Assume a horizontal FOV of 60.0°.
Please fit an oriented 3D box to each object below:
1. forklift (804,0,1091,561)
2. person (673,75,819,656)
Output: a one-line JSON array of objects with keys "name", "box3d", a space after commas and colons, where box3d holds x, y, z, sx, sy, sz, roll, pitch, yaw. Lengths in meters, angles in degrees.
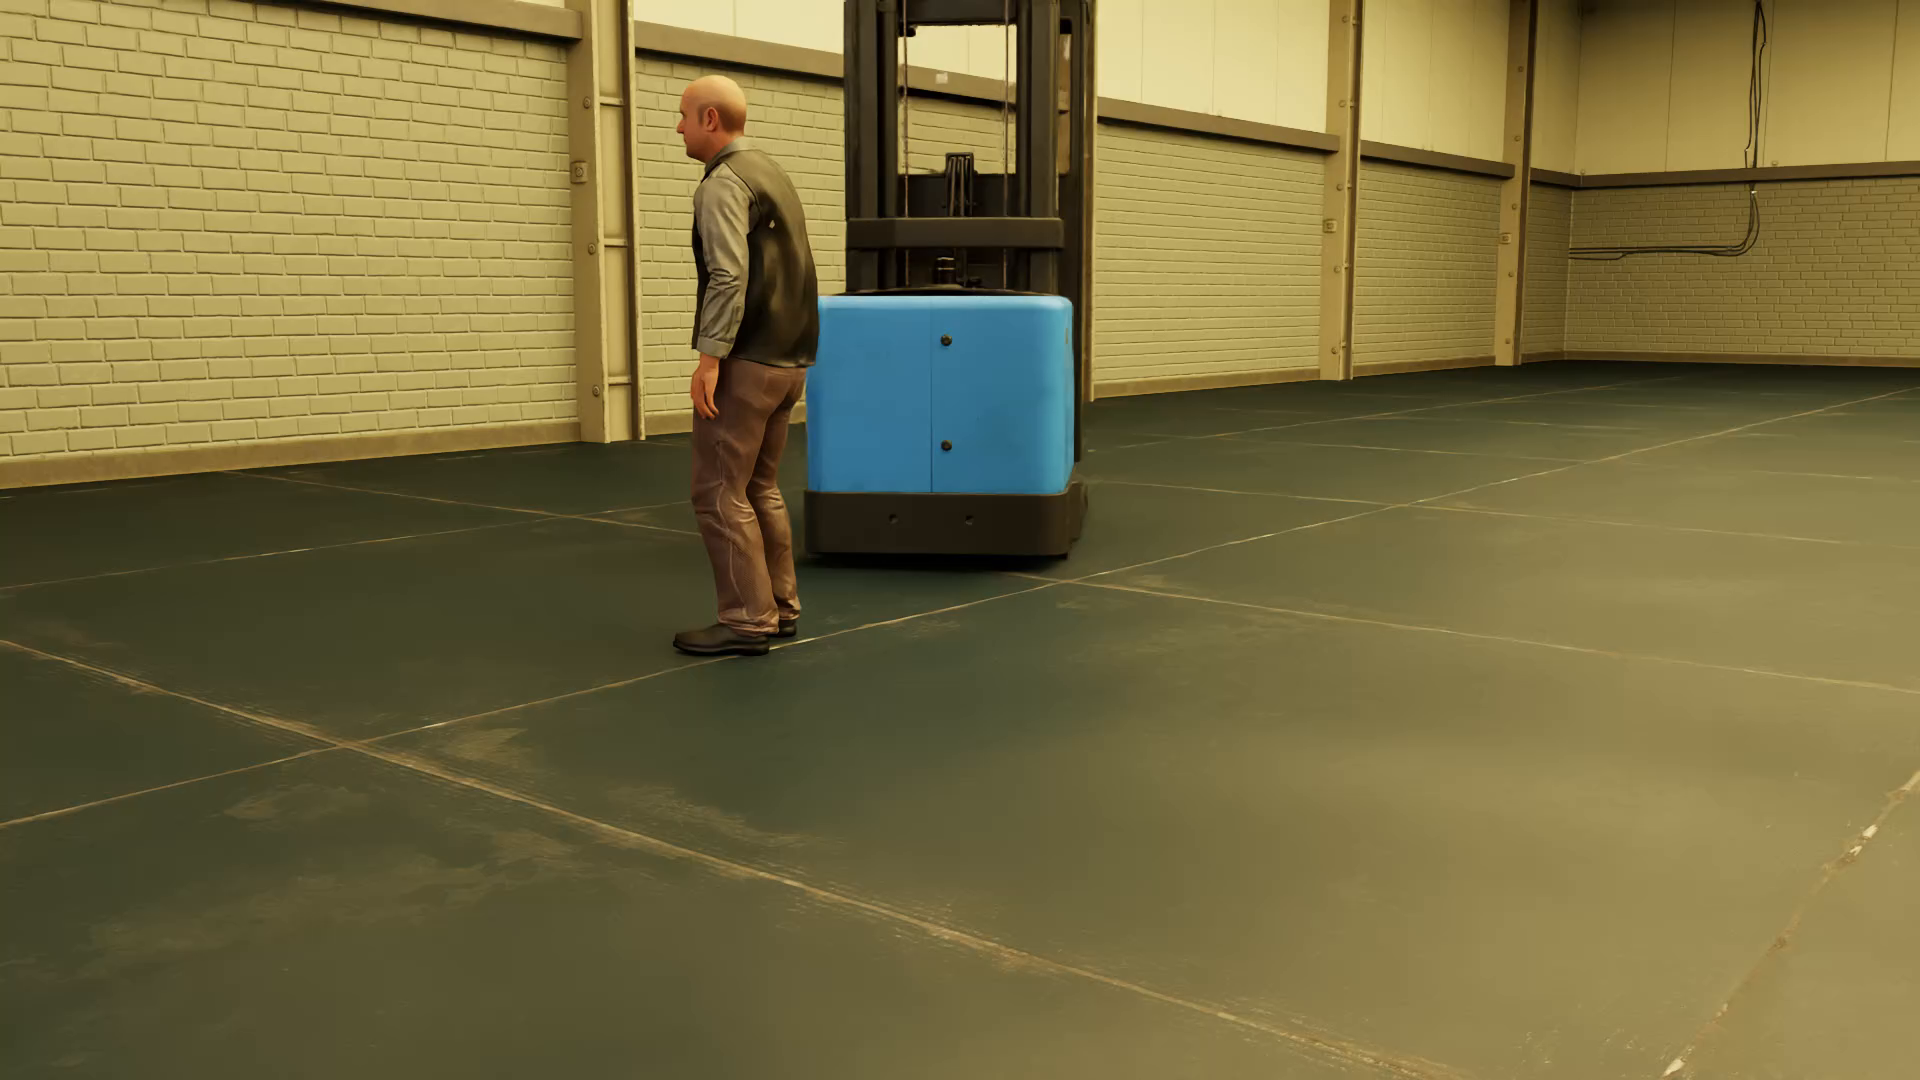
[{"name": "forklift", "box3d": [0.047, -1.542, 7.817, 1.130, 2.935, 3.031, 1, 8, 6]}, {"name": "person", "box3d": [-0.643, -0.523, 5.041, 0.421, 1.720, 0.590, 2, 9, 12]}]
